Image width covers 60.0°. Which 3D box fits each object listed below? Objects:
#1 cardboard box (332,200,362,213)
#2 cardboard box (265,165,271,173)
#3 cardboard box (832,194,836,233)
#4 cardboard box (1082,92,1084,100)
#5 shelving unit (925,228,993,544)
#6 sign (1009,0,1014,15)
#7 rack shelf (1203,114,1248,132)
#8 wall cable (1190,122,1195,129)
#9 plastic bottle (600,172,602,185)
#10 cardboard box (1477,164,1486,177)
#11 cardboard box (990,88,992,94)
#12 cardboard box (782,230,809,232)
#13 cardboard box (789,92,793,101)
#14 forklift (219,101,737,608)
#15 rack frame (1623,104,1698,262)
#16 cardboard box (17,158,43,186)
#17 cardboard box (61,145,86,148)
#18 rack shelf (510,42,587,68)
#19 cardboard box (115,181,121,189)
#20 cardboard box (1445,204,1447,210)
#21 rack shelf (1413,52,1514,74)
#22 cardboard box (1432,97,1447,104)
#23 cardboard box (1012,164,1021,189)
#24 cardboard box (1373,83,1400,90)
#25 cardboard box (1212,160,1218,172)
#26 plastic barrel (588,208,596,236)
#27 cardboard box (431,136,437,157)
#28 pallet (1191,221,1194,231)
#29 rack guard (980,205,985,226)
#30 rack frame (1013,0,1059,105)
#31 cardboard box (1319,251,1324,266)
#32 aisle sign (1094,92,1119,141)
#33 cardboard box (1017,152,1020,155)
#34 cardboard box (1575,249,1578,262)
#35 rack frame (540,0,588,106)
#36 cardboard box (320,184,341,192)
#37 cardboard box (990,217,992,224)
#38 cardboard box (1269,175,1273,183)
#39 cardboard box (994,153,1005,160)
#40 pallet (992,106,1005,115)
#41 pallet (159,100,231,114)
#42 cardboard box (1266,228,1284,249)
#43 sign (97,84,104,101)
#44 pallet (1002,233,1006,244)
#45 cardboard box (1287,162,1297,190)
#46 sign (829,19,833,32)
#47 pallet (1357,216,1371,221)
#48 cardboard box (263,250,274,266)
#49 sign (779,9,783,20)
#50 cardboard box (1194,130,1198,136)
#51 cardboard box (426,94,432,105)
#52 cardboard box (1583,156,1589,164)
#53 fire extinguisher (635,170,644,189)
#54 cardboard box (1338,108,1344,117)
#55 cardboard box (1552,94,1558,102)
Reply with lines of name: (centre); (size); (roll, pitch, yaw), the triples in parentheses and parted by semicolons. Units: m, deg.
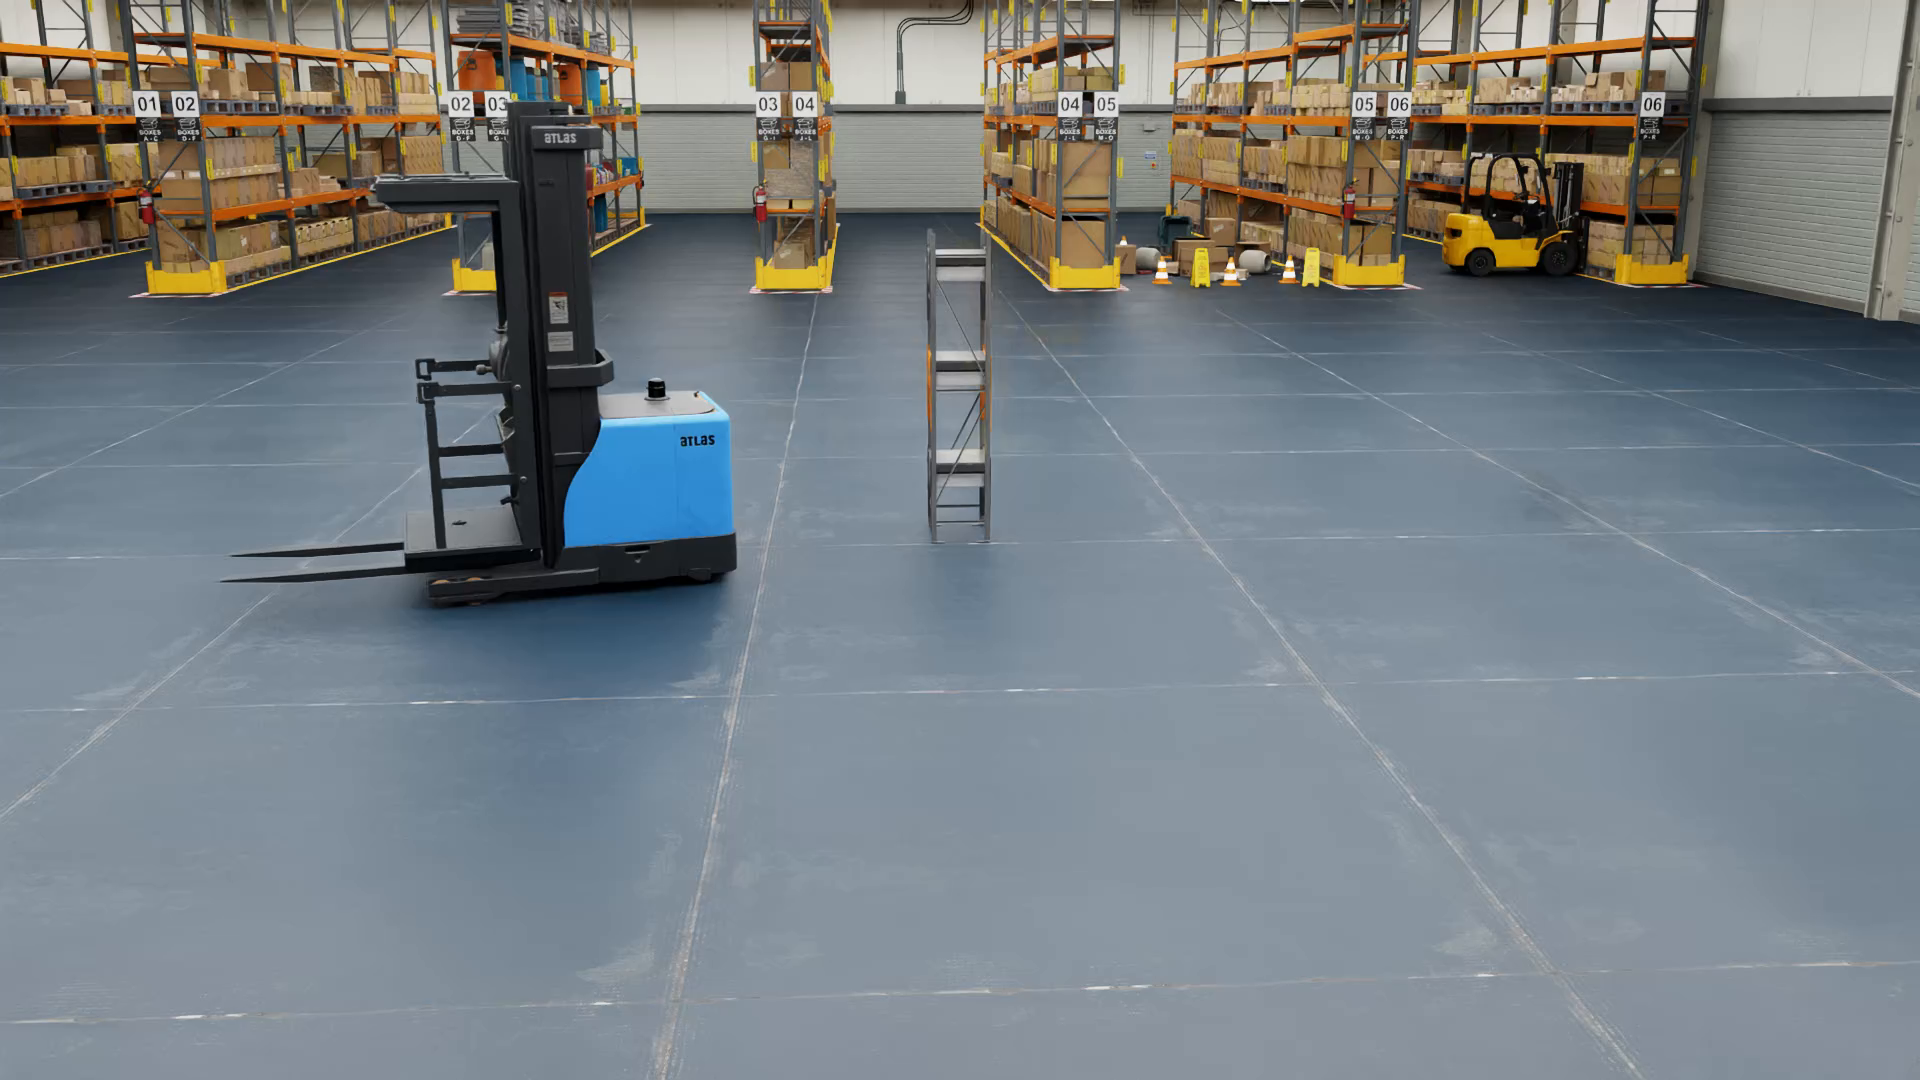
cardboard box: (-13.594, -7.403, 36.906); (0.500, 0.250, 0.500); (-1, 14, -4)
cardboard box: (-12.716, -6.717, 30.109); (0.380, 0.149, 0.250); (-1, 14, -5)
cardboard box: (-3.408, -7.260, 37.144); (1.225, 0.875, 0.875); (-1, 14, -3)
cardboard box: (2.334, -7.740, 29.032); (0.380, 0.149, 0.250); (-1, 14, -4)
shelving unit: (-0.010, -1.058, 11.425); (0.431, 2.100, 0.503); (-1, 14, -3)
sign: (1.077, -11.128, 34.685); (0.100, 0.325, 0.005); (-1, 14, -3)
rack shelf: (6.428, -9.446, 37.645); (1.077, 0.370, 4.000); (-1, 14, -3)
wall cable: (7.099, -11.753, 49.147); (0.588, 1.984, 0.122); (-1, 14, -3)
plastic bottle: (-8.046, -8.096, 37.208); (0.061, 0.283, 0.133); (-1, 14, -3)
cardboard box: (11.320, -7.853, 35.326); (0.500, 0.250, 0.500); (0, 14, -2)
cardboard box: (0.936, -11.011, 40.779); (0.380, 0.149, 0.250); (-1, 14, -4)
cardboard box: (-3.106, -5.590, 31.405); (0.500, 0.500, 0.500); (-1, 14, -5)
cardboard box: (-2.629, -7.347, 27.544); (0.380, 0.149, 0.250); (-1, 14, -4)
forklift: (-2.989, -1.161, 10.157); (3.031, 2.935, 1.130); (-5, 15, -18)
rack frame: (12.002, -5.933, 28.565); (1.000, 3.000, 0.127); (-1, 14, -3)
cardboard box: (-17.947, -6.995, 31.611); (0.700, 0.500, 0.500); (1, 14, 2)
cardboard box: (-18.457, -8.136, 34.787); (0.500, 0.250, 0.500); (0, 14, -2)
rack shelf: (-8.158, -9.481, 32.563); (1.077, 0.370, 4.000); (-1, 14, -3)
cardboard box: (-17.966, -7.499, 35.115); (0.380, 0.149, 0.250); (-1, 14, -3)
cardboard box: (11.232, -7.548, 37.715); (0.380, 0.149, 0.250); (0, 14, -2)
rack shelf: (11.382, -10.783, 37.622); (1.077, 0.370, 4.000); (-1, 14, -3)
cardboard box: (11.001, -10.038, 37.960); (0.380, 0.149, 0.250); (-1, 14, -2)
cardboard box: (1.376, -7.676, 35.139); (0.500, 0.500, 0.500); (-1, 14, -3)
cardboard box: (7.229, -7.664, 28.177); (0.380, 0.149, 0.250); (-1, 14, -4)
cardboard box: (6.115, -8.640, 38.385); (0.500, 0.250, 0.500); (-1, 14, -3)
plastic barrel: (-8.399, -7.053, 36.916); (0.600, 0.588, 0.708); (-1, 14, -3)
cardboard box: (-13.388, -9.830, 41.504); (0.500, 0.500, 0.500); (0, 14, -2)
pallet: (6.257, -7.983, 42.131); (1.003, 0.211, 1.213); (-1, 14, -3)
rack guard: (1.127, -8.503, 43.572); (1.175, 0.500, 0.348); (-1, 14, -3)
rack frame: (1.618, -10.649, 34.854); (1.000, 3.000, 0.127); (-1, 14, -3)
cardboard box: (6.705, -5.053, 29.820); (0.500, 0.250, 0.500); (-1, 14, -3)
aisle sign: (2.418, -7.000, 27.494); (0.394, 0.787, 0.004); (-1, 14, -3)
cardboard box: (1.591, -9.058, 39.912); (0.500, 0.500, 0.500); (-1, 14, -4)
cardboard box: (11.560, -5.294, 30.756); (0.500, 0.250, 0.500); (0, 14, -2)
rack frame: (-8.282, -10.521, 34.357); (1.000, 3.000, 0.127); (-1, 14, -3)
cardboard box: (-12.895, -7.199, 33.989); (0.380, 0.149, 0.250); (-1, 14, -3)
cardboard box: (0.942, -7.910, 41.130); (0.380, 0.149, 0.250); (-1, 14, -4)
cardboard box: (6.423, -7.248, 33.338); (0.380, 0.149, 0.250); (-1, 14, -3)
cardboard box: (0.985, -8.808, 38.206); (0.380, 0.149, 0.250); (-1, 14, -4)
pallet: (1.369, -9.687, 37.512); (1.213, 0.211, 1.003); (-1, 14, -3)
pallet: (-12.748, -7.136, 27.400); (1.003, 0.211, 1.213); (-1, 14, -3)
cardboard box: (6.717, -6.090, 33.606); (0.950, 0.372, 0.625); (0, 14, 0)
sign: (-17.628, -9.173, 34.102); (0.100, 0.325, 0.005); (-1, 14, -3)
pallet: (1.499, -6.890, 37.881); (1.003, 0.211, 1.213); (-1, 14, -3)
cardboard box: (6.549, -6.929, 31.638); (0.500, 0.500, 0.500); (-1, 14, -4)
sign: (-3.292, -13.082, 42.279); (0.100, 0.325, 0.005); (-1, 14, -3)
pallet: (11.066, -8.344, 43.534); (1.003, 0.211, 1.213); (-1, 14, -3)
cardboard box: (-12.665, -5.056, 29.833); (0.500, 0.250, 0.500); (-1, 14, -3)
sign: (-4.142, -12.118, 38.374); (0.100, 0.325, 0.005); (-1, 14, -3)
cardboard box: (5.969, -10.012, 40.909); (0.380, 0.149, 0.250); (-1, 14, -4)
cardboard box: (-13.404, -10.903, 41.161); (0.500, 0.250, 0.500); (-1, 14, -3)
cardboard box: (11.670, -6.969, 30.494); (0.380, 0.149, 0.250); (-1, 14, -3)
fire extinguisher: (-8.334, -9.431, 43.066); (0.296, 0.674, 0.183); (-1, 14, -3)
cardboard box: (6.699, -7.332, 28.487); (0.380, 0.149, 0.250); (-1, 14, -3)
cardboard box: (11.479, -8.394, 31.572); (0.380, 0.149, 0.250); (-1, 14, -2)
